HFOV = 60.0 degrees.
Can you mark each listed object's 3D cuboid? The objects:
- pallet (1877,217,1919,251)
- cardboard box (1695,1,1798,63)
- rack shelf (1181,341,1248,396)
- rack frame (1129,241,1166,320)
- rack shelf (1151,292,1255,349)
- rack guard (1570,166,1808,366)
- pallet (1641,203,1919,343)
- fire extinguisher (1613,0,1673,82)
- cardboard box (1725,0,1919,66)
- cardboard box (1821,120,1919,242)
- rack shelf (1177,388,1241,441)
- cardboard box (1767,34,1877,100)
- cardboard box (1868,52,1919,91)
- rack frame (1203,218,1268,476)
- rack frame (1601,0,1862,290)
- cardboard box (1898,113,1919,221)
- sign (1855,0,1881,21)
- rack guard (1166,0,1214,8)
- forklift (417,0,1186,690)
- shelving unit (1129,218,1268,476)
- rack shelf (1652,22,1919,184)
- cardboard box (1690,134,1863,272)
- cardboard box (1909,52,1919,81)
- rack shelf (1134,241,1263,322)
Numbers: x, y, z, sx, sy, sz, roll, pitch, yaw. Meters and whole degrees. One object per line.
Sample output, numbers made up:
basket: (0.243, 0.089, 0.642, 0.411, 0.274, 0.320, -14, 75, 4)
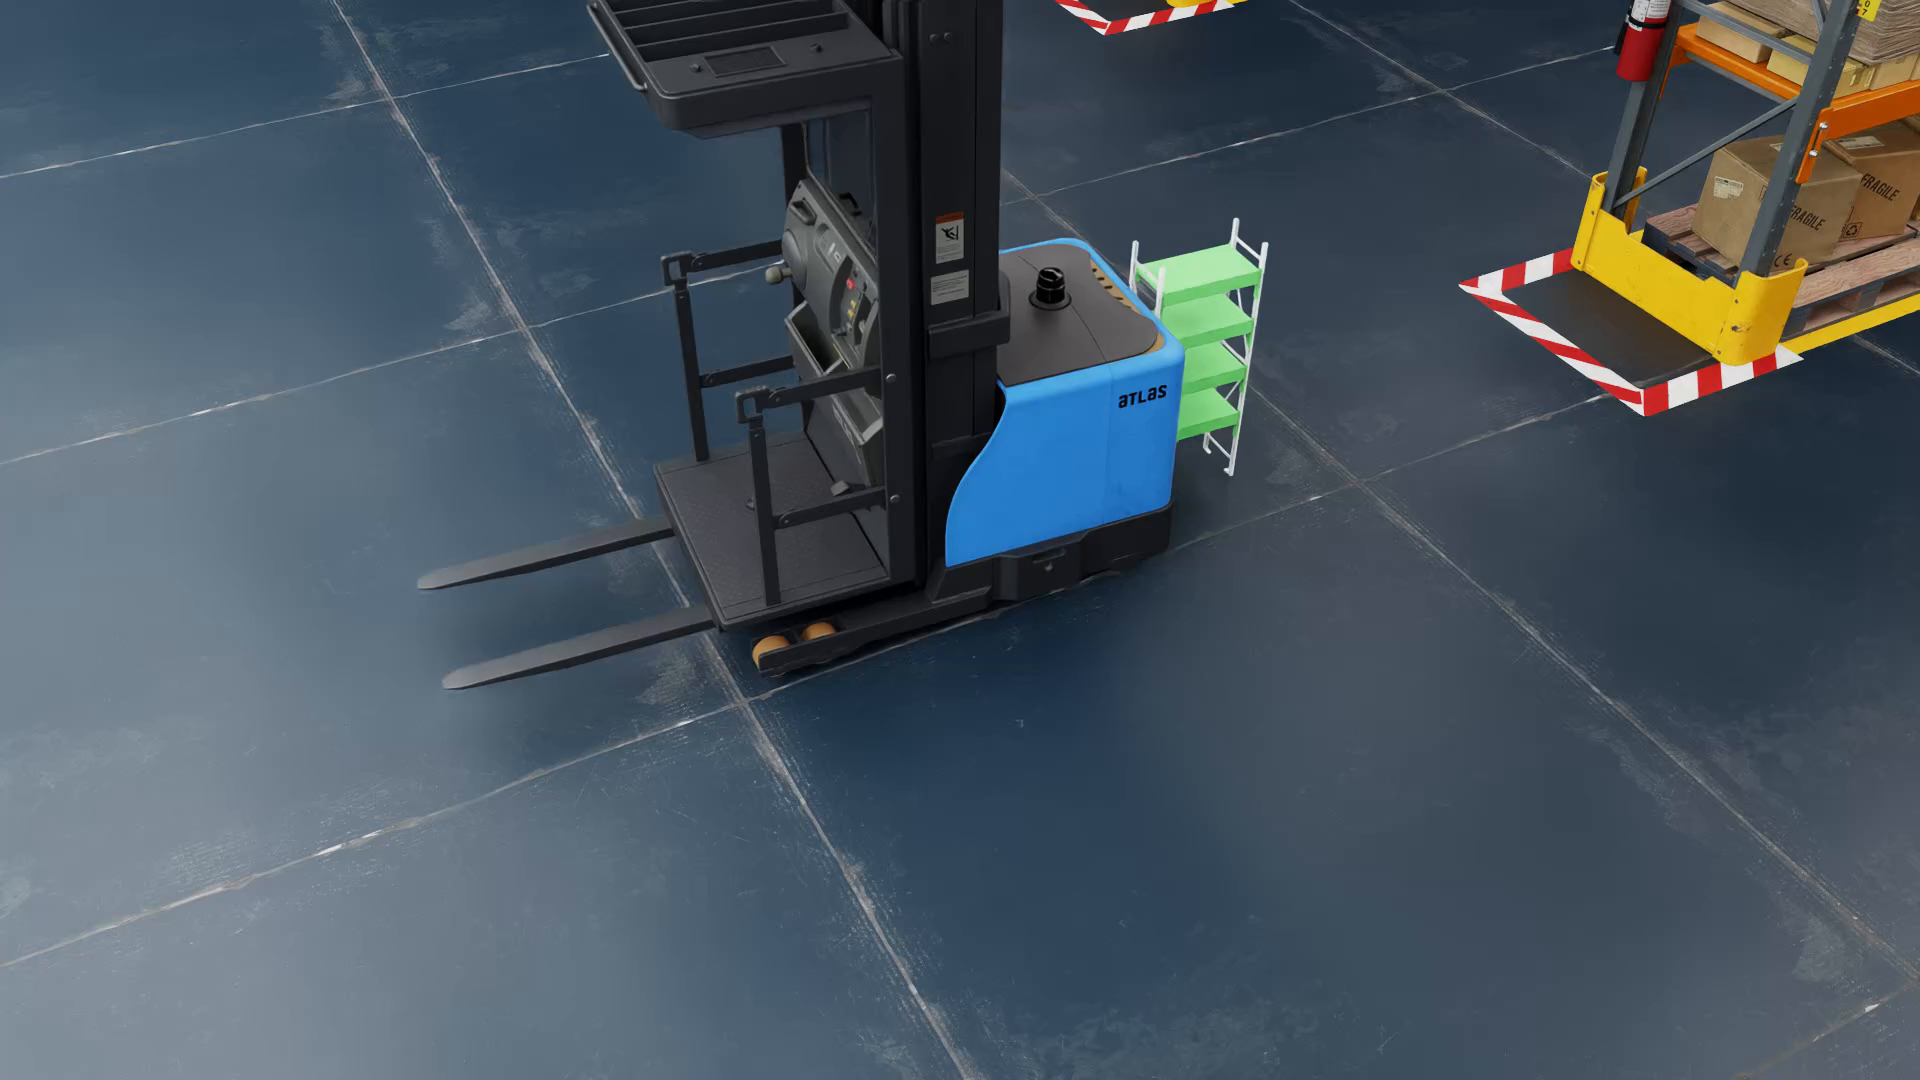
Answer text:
pallet: (5.531, -1.901, 9.332, 1.213, 0.211, 1.003, -19, 44, -21)
cardboard box: (3.803, -2.466, 8.036, 0.250, 0.149, 0.380, -19, 44, -21)
rack shelf: (0.978, -0.711, 7.253, 0.480, 0.148, 0.258, -16, 43, -20)
rack frame: (0.758, -0.696, 7.130, 0.015, 1.200, 0.240, -16, 43, -20)
rack shelf: (0.981, -0.895, 7.099, 0.480, 0.148, 0.258, -16, 43, -20)
rack guard: (3.713, -1.427, 8.549, 0.348, 0.500, 1.175, -19, 44, -21)
pallet: (4.450, -1.539, 8.905, 1.213, 0.211, 1.003, -19, 44, -21)
fire extinguisher: (3.331, -2.559, 8.011, 0.183, 0.674, 0.296, -19, 44, -21)
cardboard box: (4.146, -2.659, 7.762, 0.500, 0.500, 0.875, -19, 44, -21)
cardboard box: (4.722, -1.940, 8.829, 0.500, 0.500, 0.500, -8, 41, -9)
rack shelf: (0.974, -0.527, 7.406, 0.480, 0.148, 0.258, -16, 43, -20)
cardboard box: (4.009, -2.211, 7.735, 0.250, 0.149, 0.380, -19, 44, -21)
cardboard box: (4.239, -2.275, 7.810, 0.250, 0.149, 0.380, -19, 44, -21)
rack frame: (1.199, -0.824, 7.294, 0.015, 1.200, 0.240, -16, 43, -20)
rack frame: (3.646, -2.359, 7.715, 0.127, 3.000, 1.000, -19, 44, -21)
cardboard box: (5.286, -2.116, 9.037, 0.500, 0.500, 0.500, -15, 42, -17)
sign: (3.897, -2.378, 7.068, 0.005, 0.325, 0.100, -19, 44, -21)
rack guard: (1.404, -4.292, 11.934, 0.348, 0.500, 1.175, -19, 44, -21)
forklift: (-0.668, -0.964, 6.120, 3.031, 2.935, 1.130, -15, 43, -17)
shelving unit: (0.979, -0.760, 7.212, 0.503, 1.200, 0.258, -16, 43, -20)
rack shelf: (5.420, -2.681, 8.652, 4.000, 0.370, 1.077, -19, 44, -21)
cardboard box: (4.207, -1.742, 8.595, 0.500, 0.500, 0.500, -11, 41, -13)
cardboard box: (4.468, -2.341, 7.888, 0.250, 0.149, 0.380, -19, 44, -21)
rack shelf: (0.985, -1.080, 6.945, 0.480, 0.148, 0.258, -16, 43, -20)
